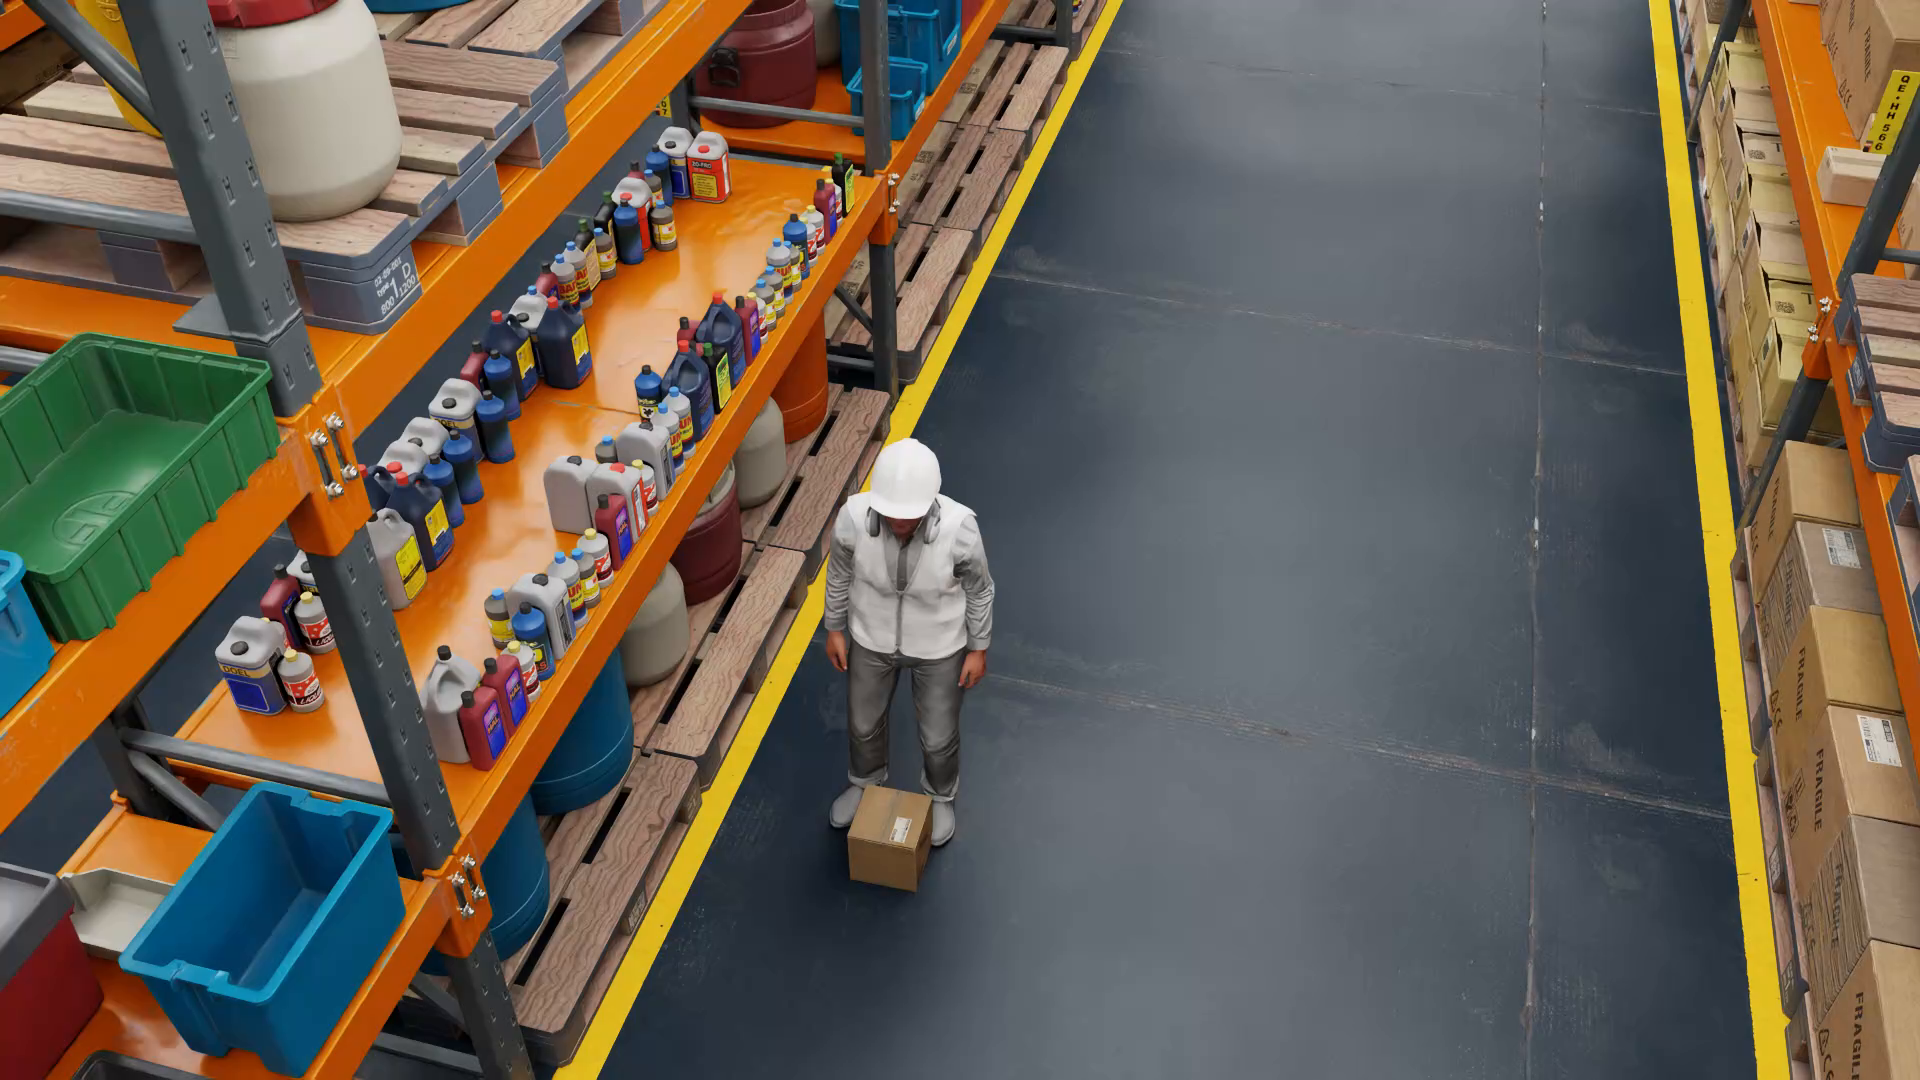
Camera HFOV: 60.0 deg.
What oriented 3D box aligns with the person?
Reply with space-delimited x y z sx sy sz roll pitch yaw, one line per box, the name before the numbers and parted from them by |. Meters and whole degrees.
person | -0.183 0.342 5.741 0.590 1.770 0.464 8 41 9
